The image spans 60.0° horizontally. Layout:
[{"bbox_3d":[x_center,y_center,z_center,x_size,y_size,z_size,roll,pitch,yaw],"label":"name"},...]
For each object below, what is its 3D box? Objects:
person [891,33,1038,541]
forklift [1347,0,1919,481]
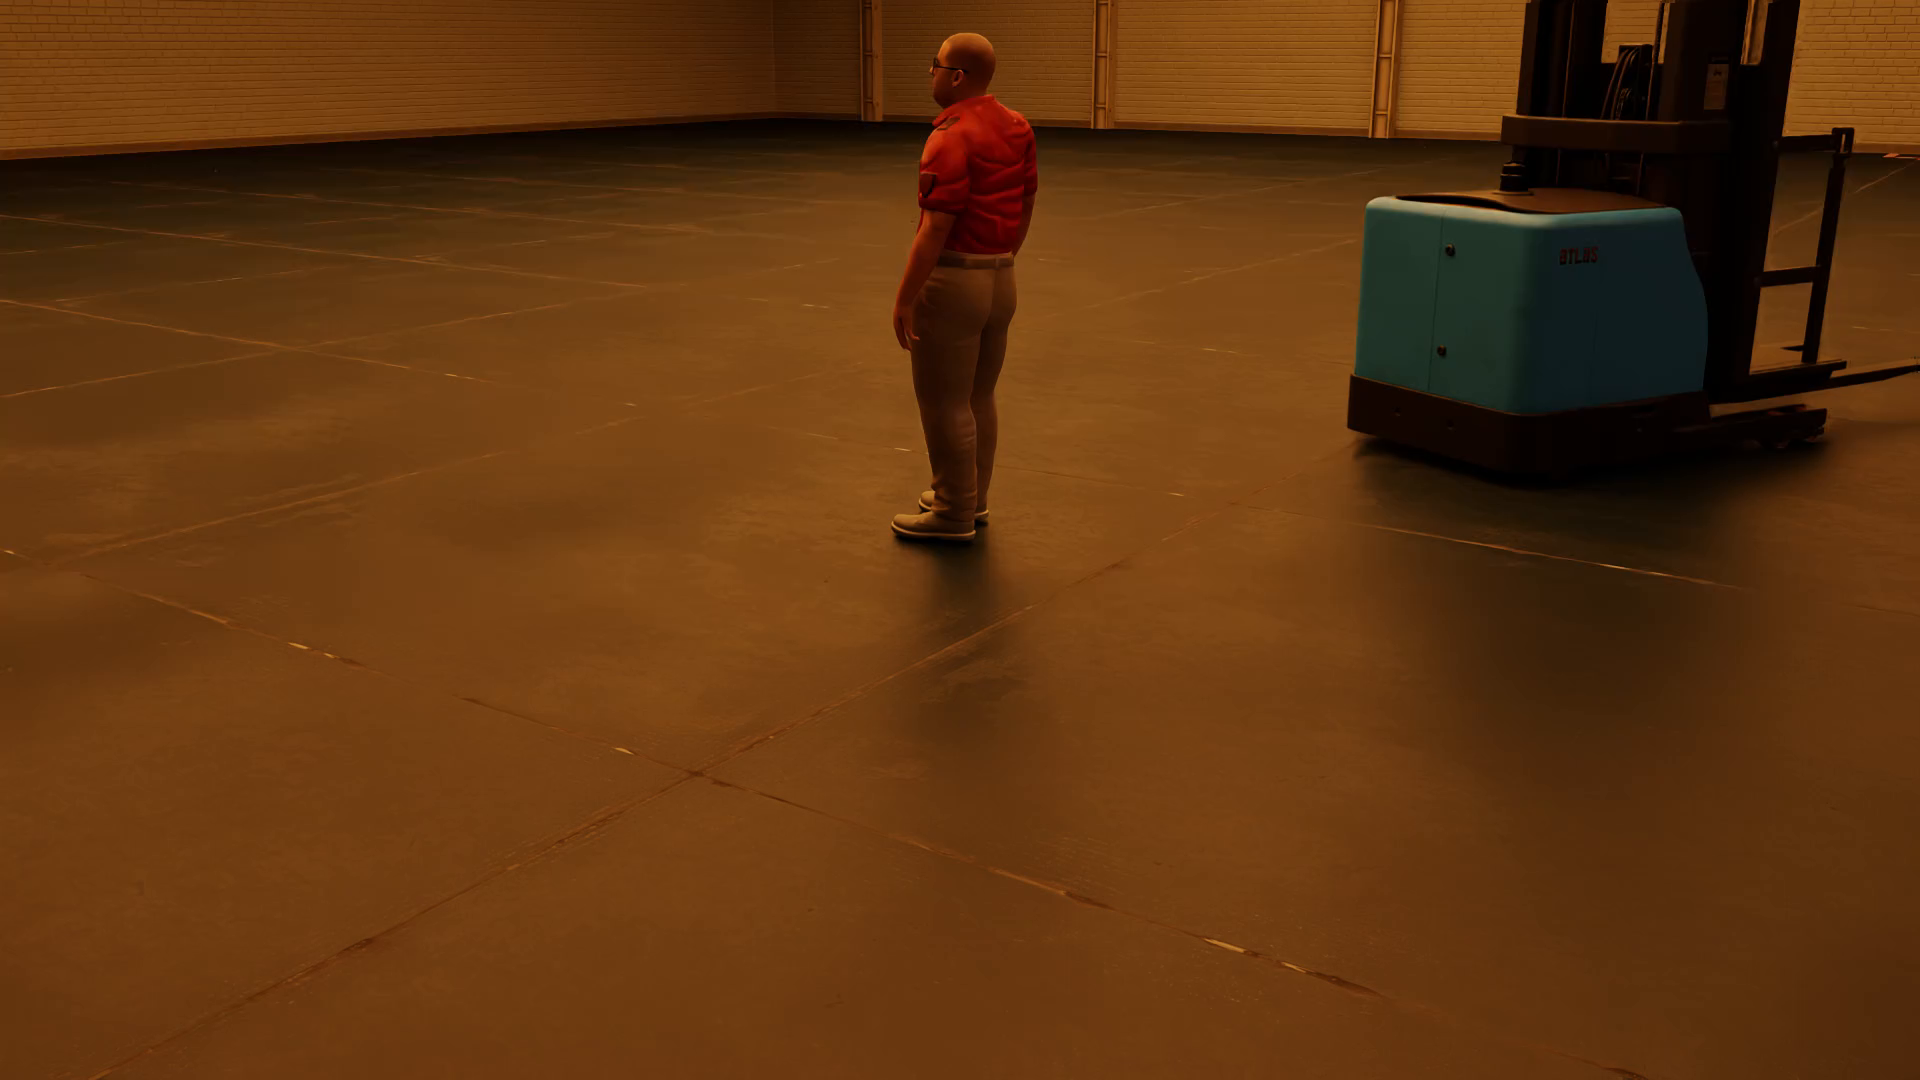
[{"bbox_3d":[-0.067,-0.852,5.757,0.551,1.727,0.640,11,20,33],"label":"person"},{"bbox_3d":[3.254,-1.925,7.270,3.031,2.935,1.130,-9,19,-28],"label":"forklift"}]
